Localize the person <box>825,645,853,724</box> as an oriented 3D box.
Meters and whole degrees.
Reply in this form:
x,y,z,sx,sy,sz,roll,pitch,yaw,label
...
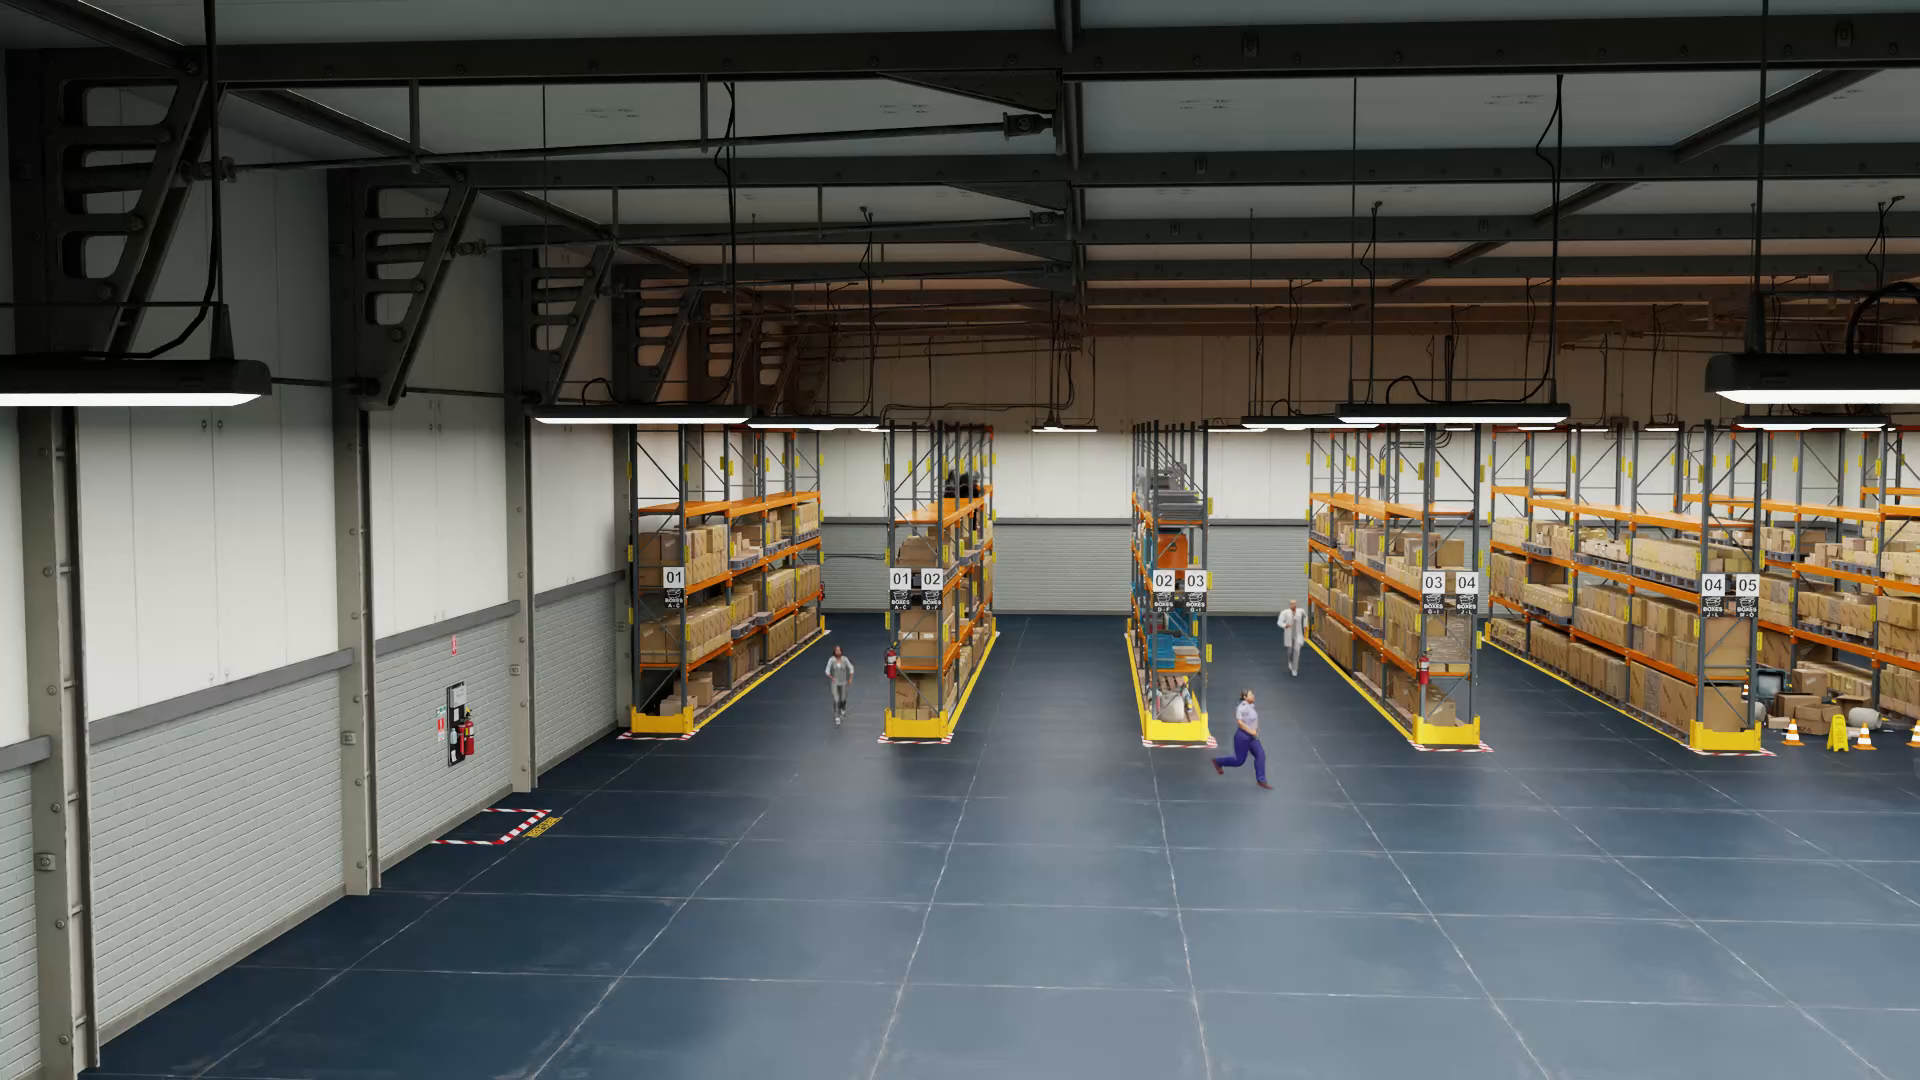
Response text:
x,y,z,sx,sy,sz,roll,pitch,yaw,label
-2.383,2.863,32.929,0.573,1.565,0.553,-1,4,-8,person

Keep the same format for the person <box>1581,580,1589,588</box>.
x,y,z,sx,sy,sz,roll,pitch,yaw,label
16.889,1.998,44.866,0.621,1.810,1.118,1,4,11,person

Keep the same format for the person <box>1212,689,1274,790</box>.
x,y,z,sx,sy,sz,roll,pitch,yaw,label
4.611,3.235,27.019,1.008,1.633,0.584,2,4,29,person

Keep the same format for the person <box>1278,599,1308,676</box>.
x,y,z,sx,sy,sz,roll,pitch,yaw,label
7.986,2.337,39.891,0.742,1.822,1.010,0,4,5,person
